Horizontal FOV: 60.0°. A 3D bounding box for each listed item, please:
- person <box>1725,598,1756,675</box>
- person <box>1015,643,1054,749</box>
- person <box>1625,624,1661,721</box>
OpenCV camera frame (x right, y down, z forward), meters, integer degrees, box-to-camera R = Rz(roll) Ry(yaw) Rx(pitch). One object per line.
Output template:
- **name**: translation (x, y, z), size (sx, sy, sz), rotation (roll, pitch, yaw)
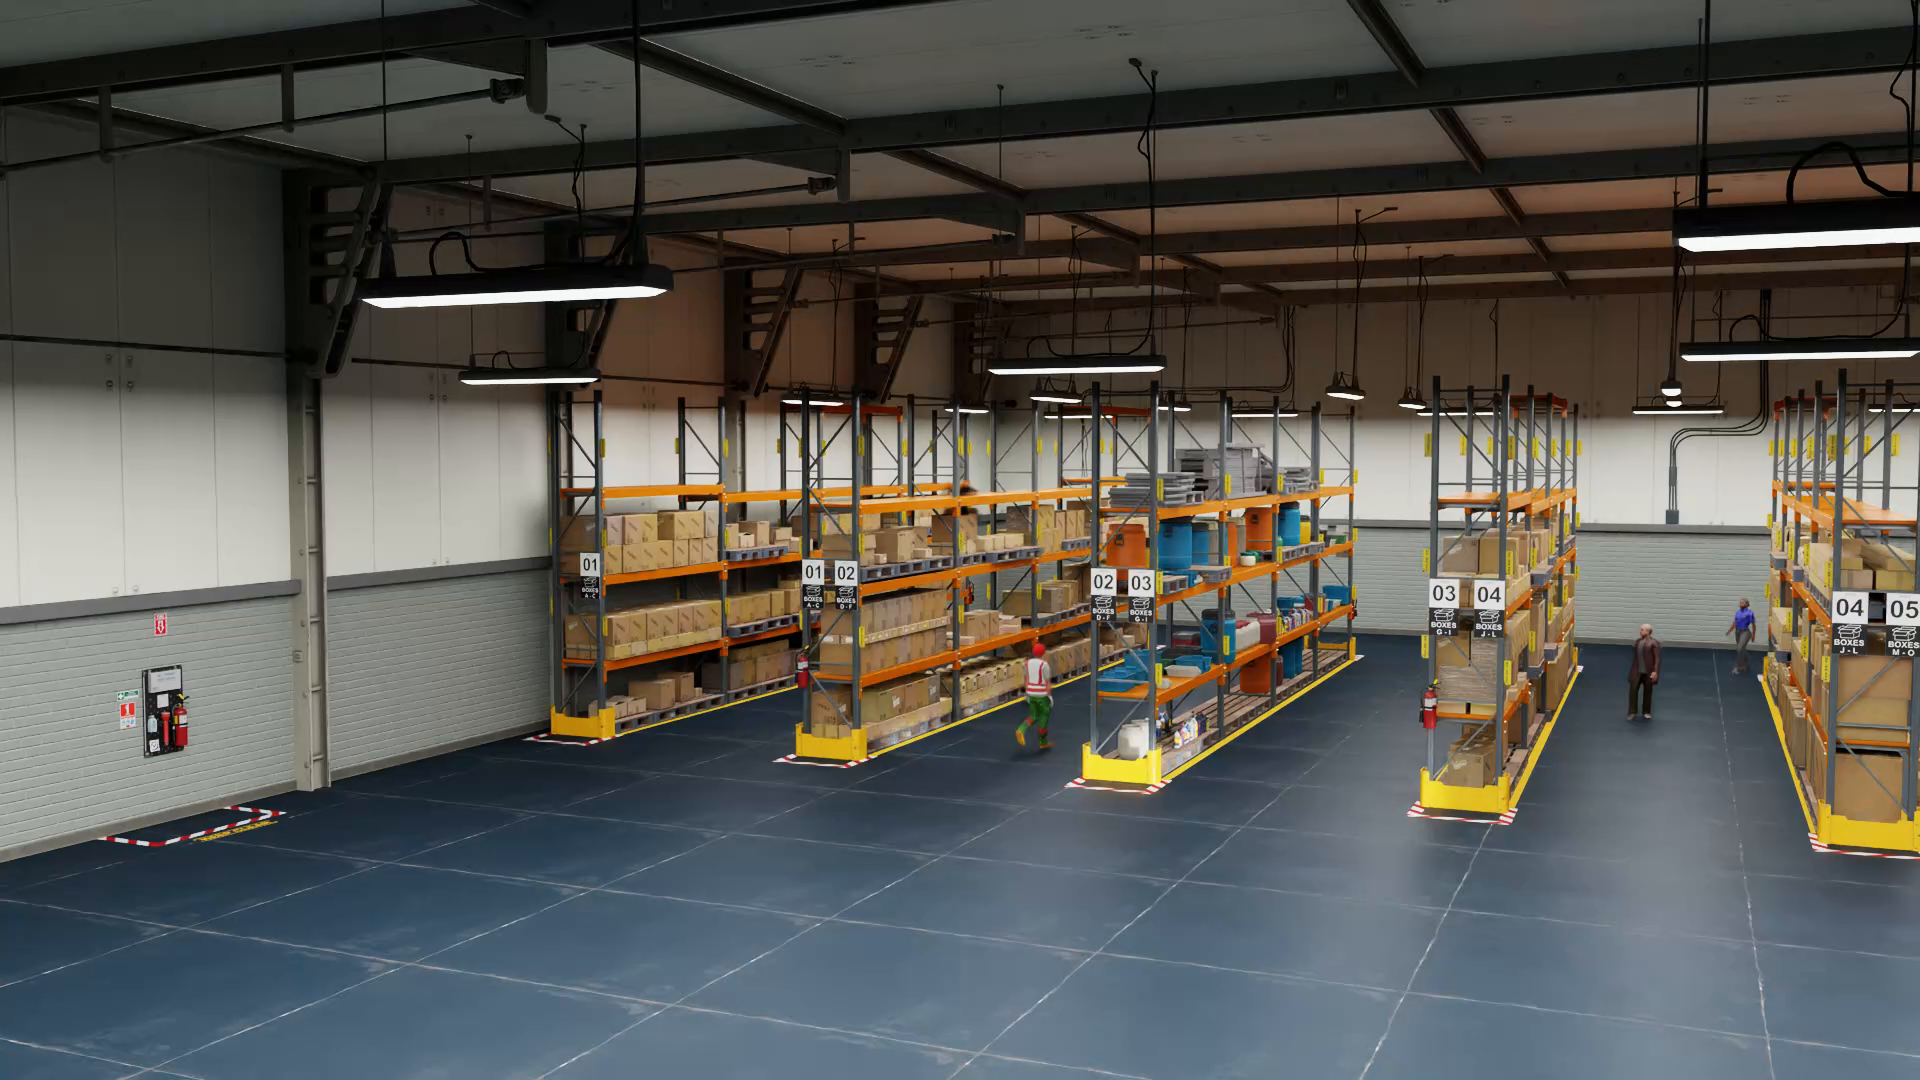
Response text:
- **person**: translation (17.376, 2.131, 37.040), size (0.770, 1.671, 0.488), rotation (-1, 3, -25)
- **person**: translation (1.262, 2.585, 27.576), size (0.725, 1.770, 0.562), rotation (-2, 4, -34)
- **person**: translation (12.603, 2.436, 30.619), size (0.584, 1.791, 0.617), rotation (2, 4, 32)
